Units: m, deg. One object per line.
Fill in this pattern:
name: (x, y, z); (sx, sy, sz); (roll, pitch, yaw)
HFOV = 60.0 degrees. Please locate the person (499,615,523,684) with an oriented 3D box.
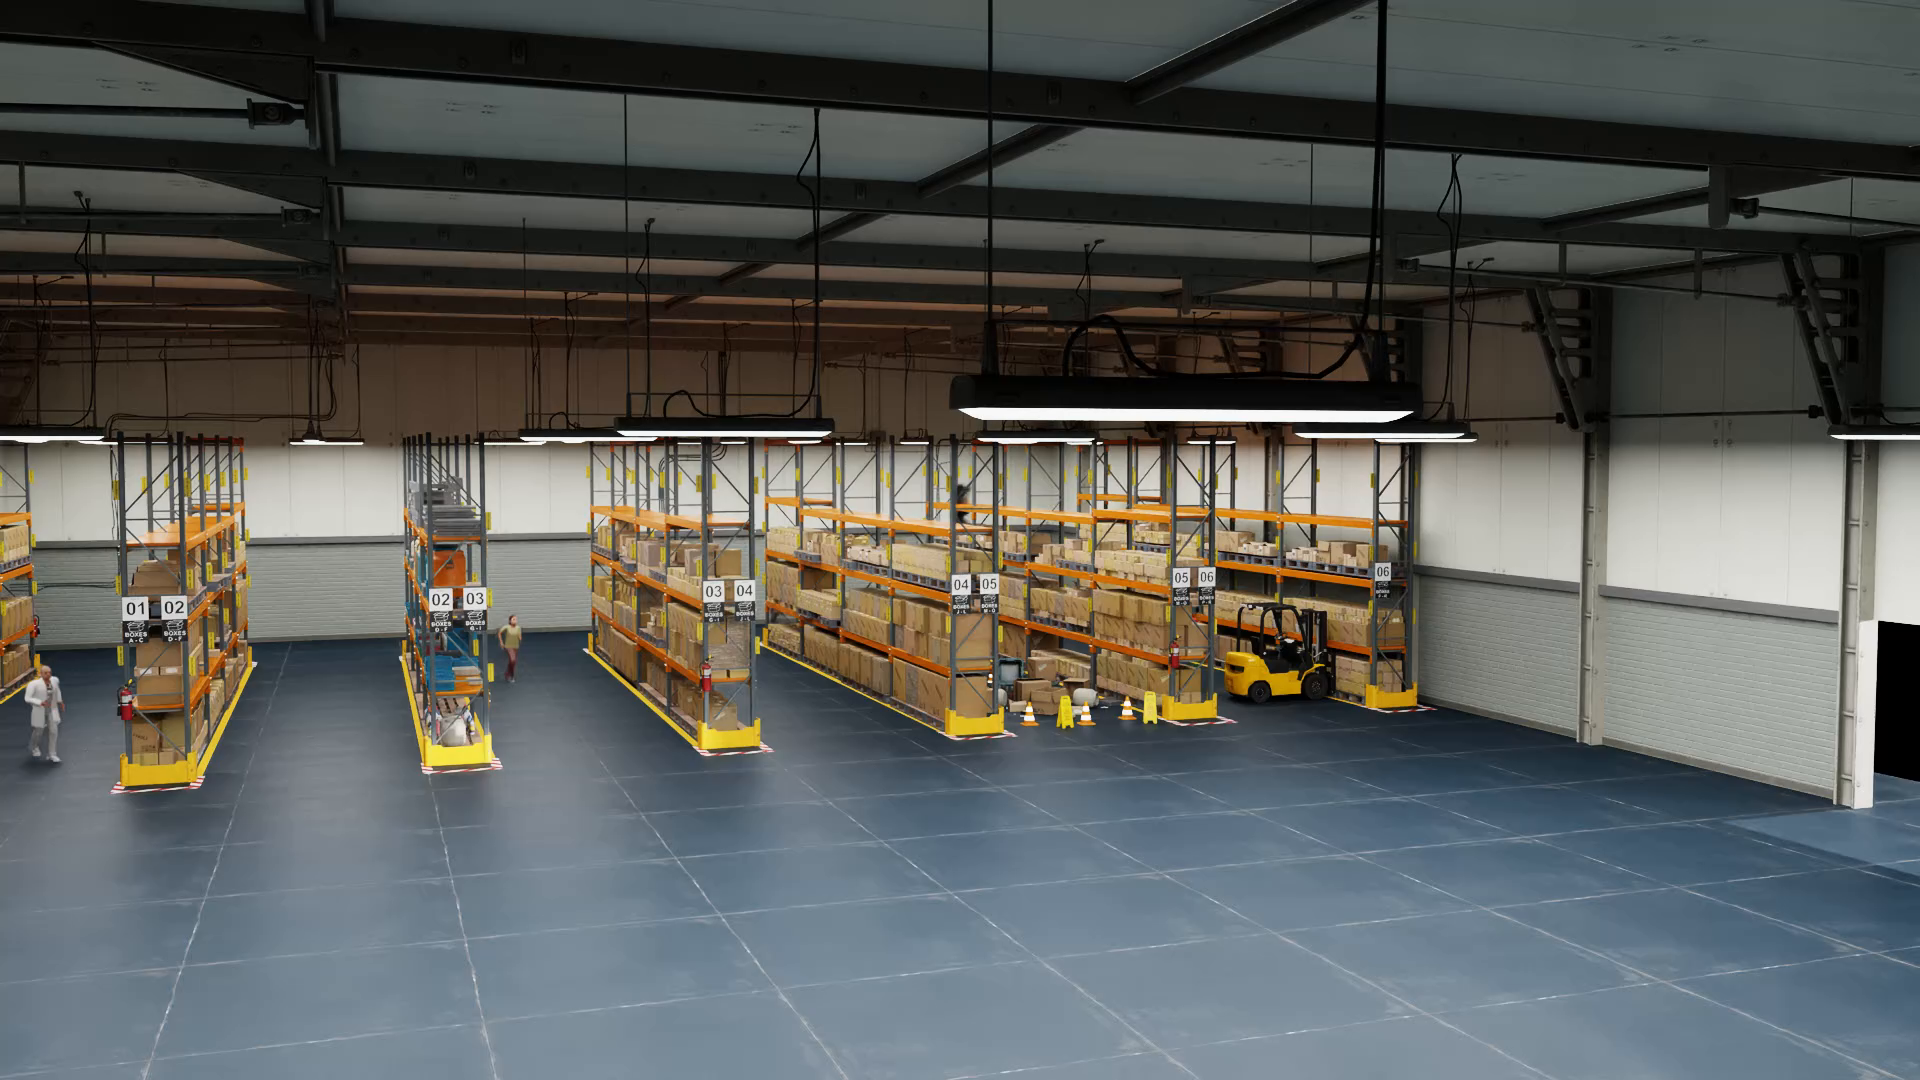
person: (-10.932, 2.667, 40.567); (0.523, 1.689, 0.815); (-3, 4, -42)

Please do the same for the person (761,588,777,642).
person: (-5.537, 2.190, 49.372); (0.813, 1.649, 0.573); (-2, 4, -33)

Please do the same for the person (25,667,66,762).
person: (-16.775, 3.167, 30.404); (0.969, 1.745, 0.693); (3, 4, 42)
